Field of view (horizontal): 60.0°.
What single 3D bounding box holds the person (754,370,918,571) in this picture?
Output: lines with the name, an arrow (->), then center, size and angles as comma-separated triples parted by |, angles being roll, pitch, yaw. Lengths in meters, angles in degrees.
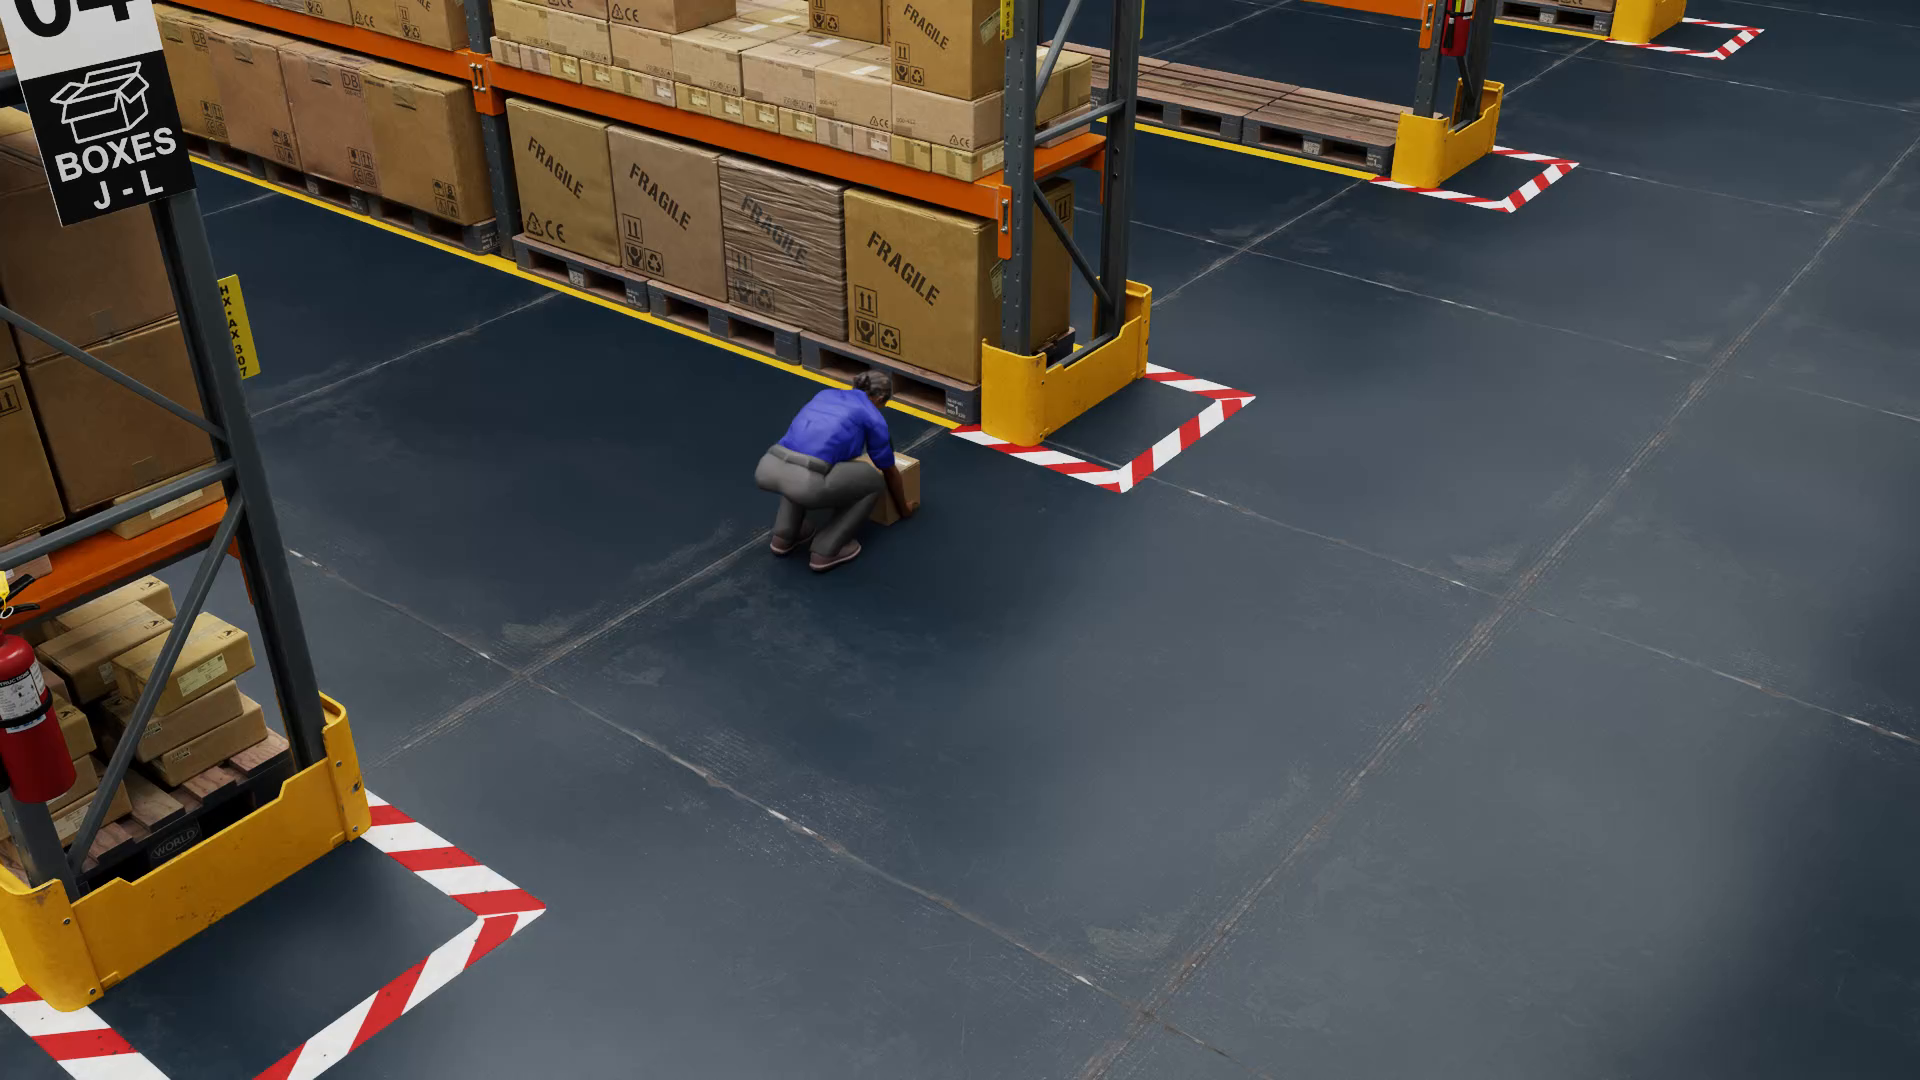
person -> -0.572, -0.321, 7.586 | 0.459, 0.745, 0.858 | 20, 37, 30
